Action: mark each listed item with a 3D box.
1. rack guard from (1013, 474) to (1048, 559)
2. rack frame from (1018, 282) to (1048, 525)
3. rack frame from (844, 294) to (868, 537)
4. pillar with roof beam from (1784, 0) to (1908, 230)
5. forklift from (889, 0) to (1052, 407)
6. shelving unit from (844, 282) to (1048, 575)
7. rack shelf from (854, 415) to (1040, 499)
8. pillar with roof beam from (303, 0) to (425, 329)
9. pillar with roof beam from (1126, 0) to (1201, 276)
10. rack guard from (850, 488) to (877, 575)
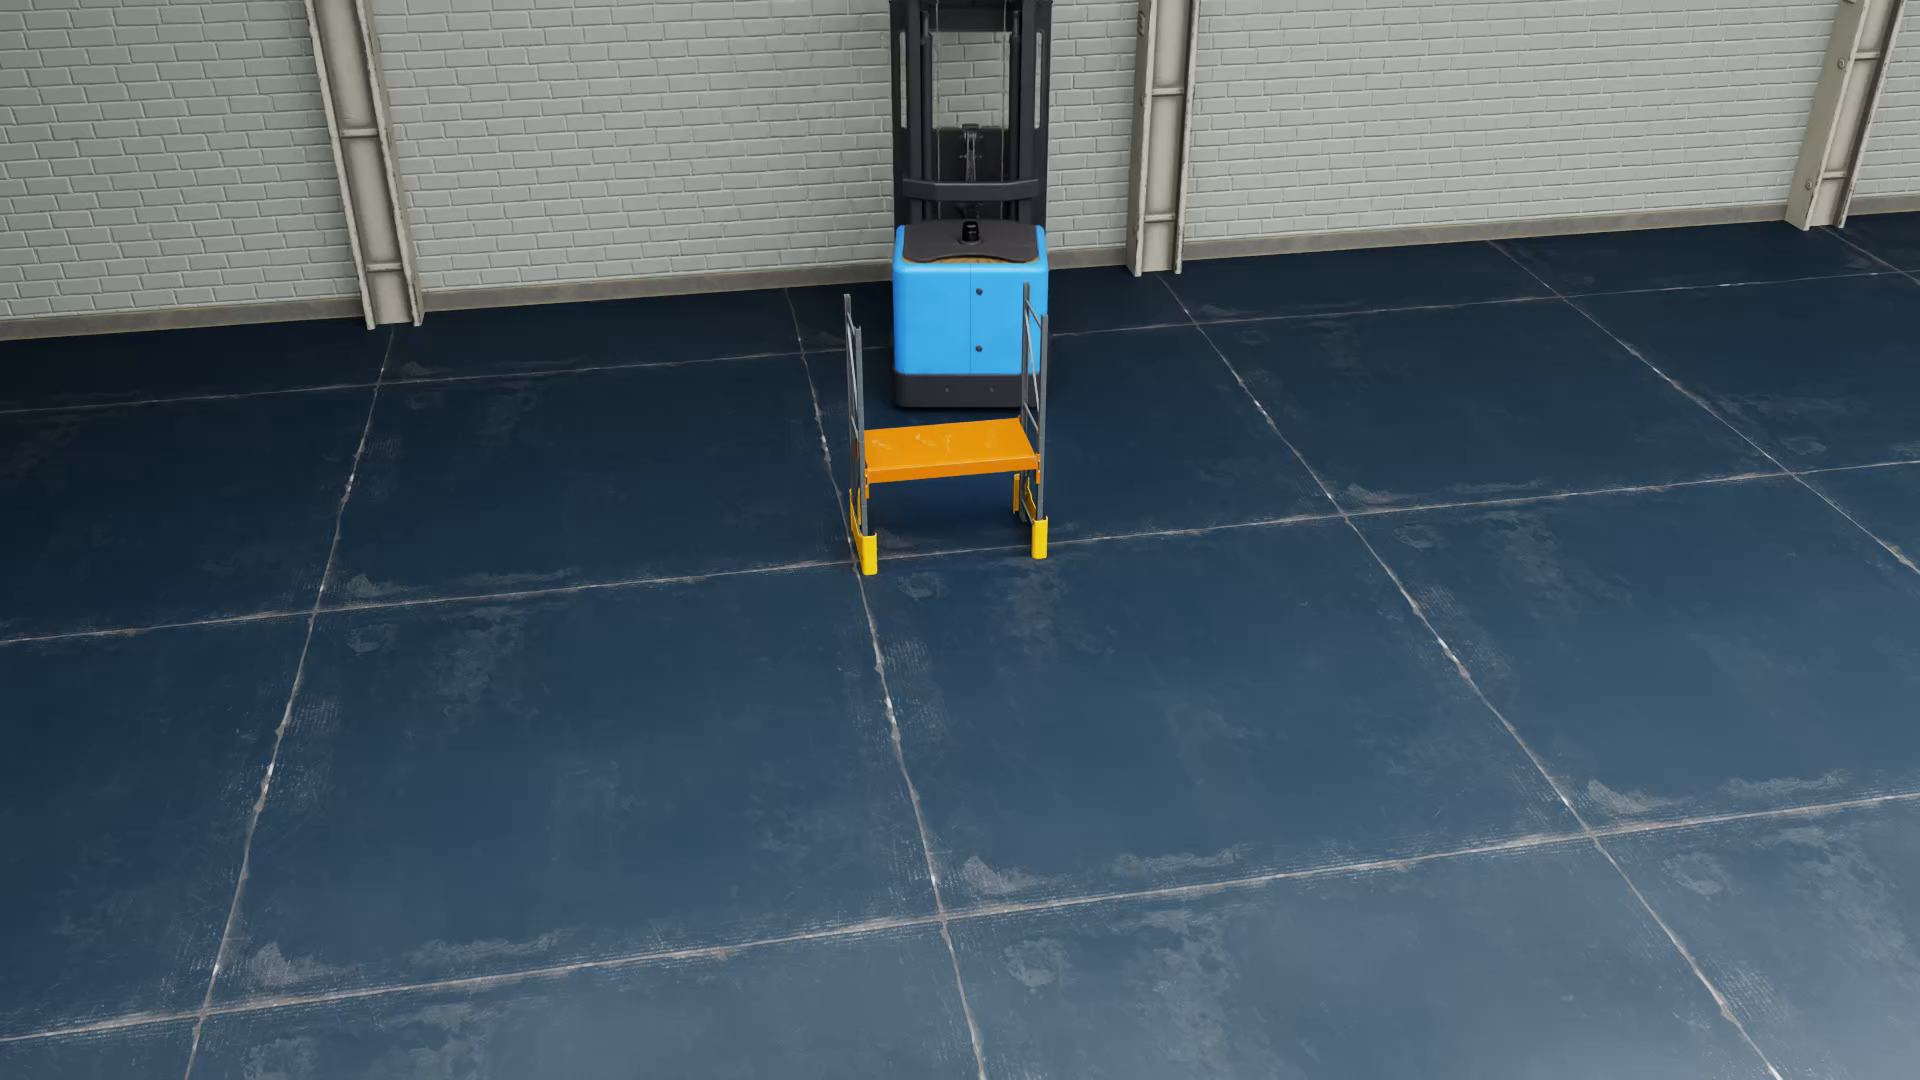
[{"bbox_3d":[0.415,-0.146,9.867,0.087,0.250,0.587,-5,31,-9],"label":"rack guard"},{"bbox_3d":[0.416,-0.685,9.550,0.032,1.500,0.500,-5,31,-9],"label":"rack frame"},{"bbox_3d":[-0.584,-0.592,9.392,0.032,1.500,0.500,-5,31,-9],"label":"rack frame"},{"bbox_3d":[8.263,-4.516,8.666,0.400,9.000,9.100,-5,31,-9],"label":"pillar with roof beam"},{"bbox_3d":[0.073,-2.867,11.848,1.130,2.935,3.031,0,30,0],"label":"forklift"},{"bbox_3d":[-0.075,-0.640,9.472,1.083,1.500,0.587,-5,31,-9],"label":"shelving unit"},{"bbox_3d":[-0.084,-0.484,9.562,1.000,0.185,0.538,-5,31,-9],"label":"rack shelf"},{"bbox_3d":[-3.541,-3.420,6.803,0.400,9.000,9.100,-5,31,-9],"label":"pillar with roof beam"},{"bbox_3d":[2.361,-3.968,7.734,0.400,9.000,9.100,-5,31,-9],"label":"pillar with roof beam"},{"bbox_3d":[-0.565,-0.055,9.712,0.087,0.250,0.587,-5,31,-9],"label":"rack guard"}]
